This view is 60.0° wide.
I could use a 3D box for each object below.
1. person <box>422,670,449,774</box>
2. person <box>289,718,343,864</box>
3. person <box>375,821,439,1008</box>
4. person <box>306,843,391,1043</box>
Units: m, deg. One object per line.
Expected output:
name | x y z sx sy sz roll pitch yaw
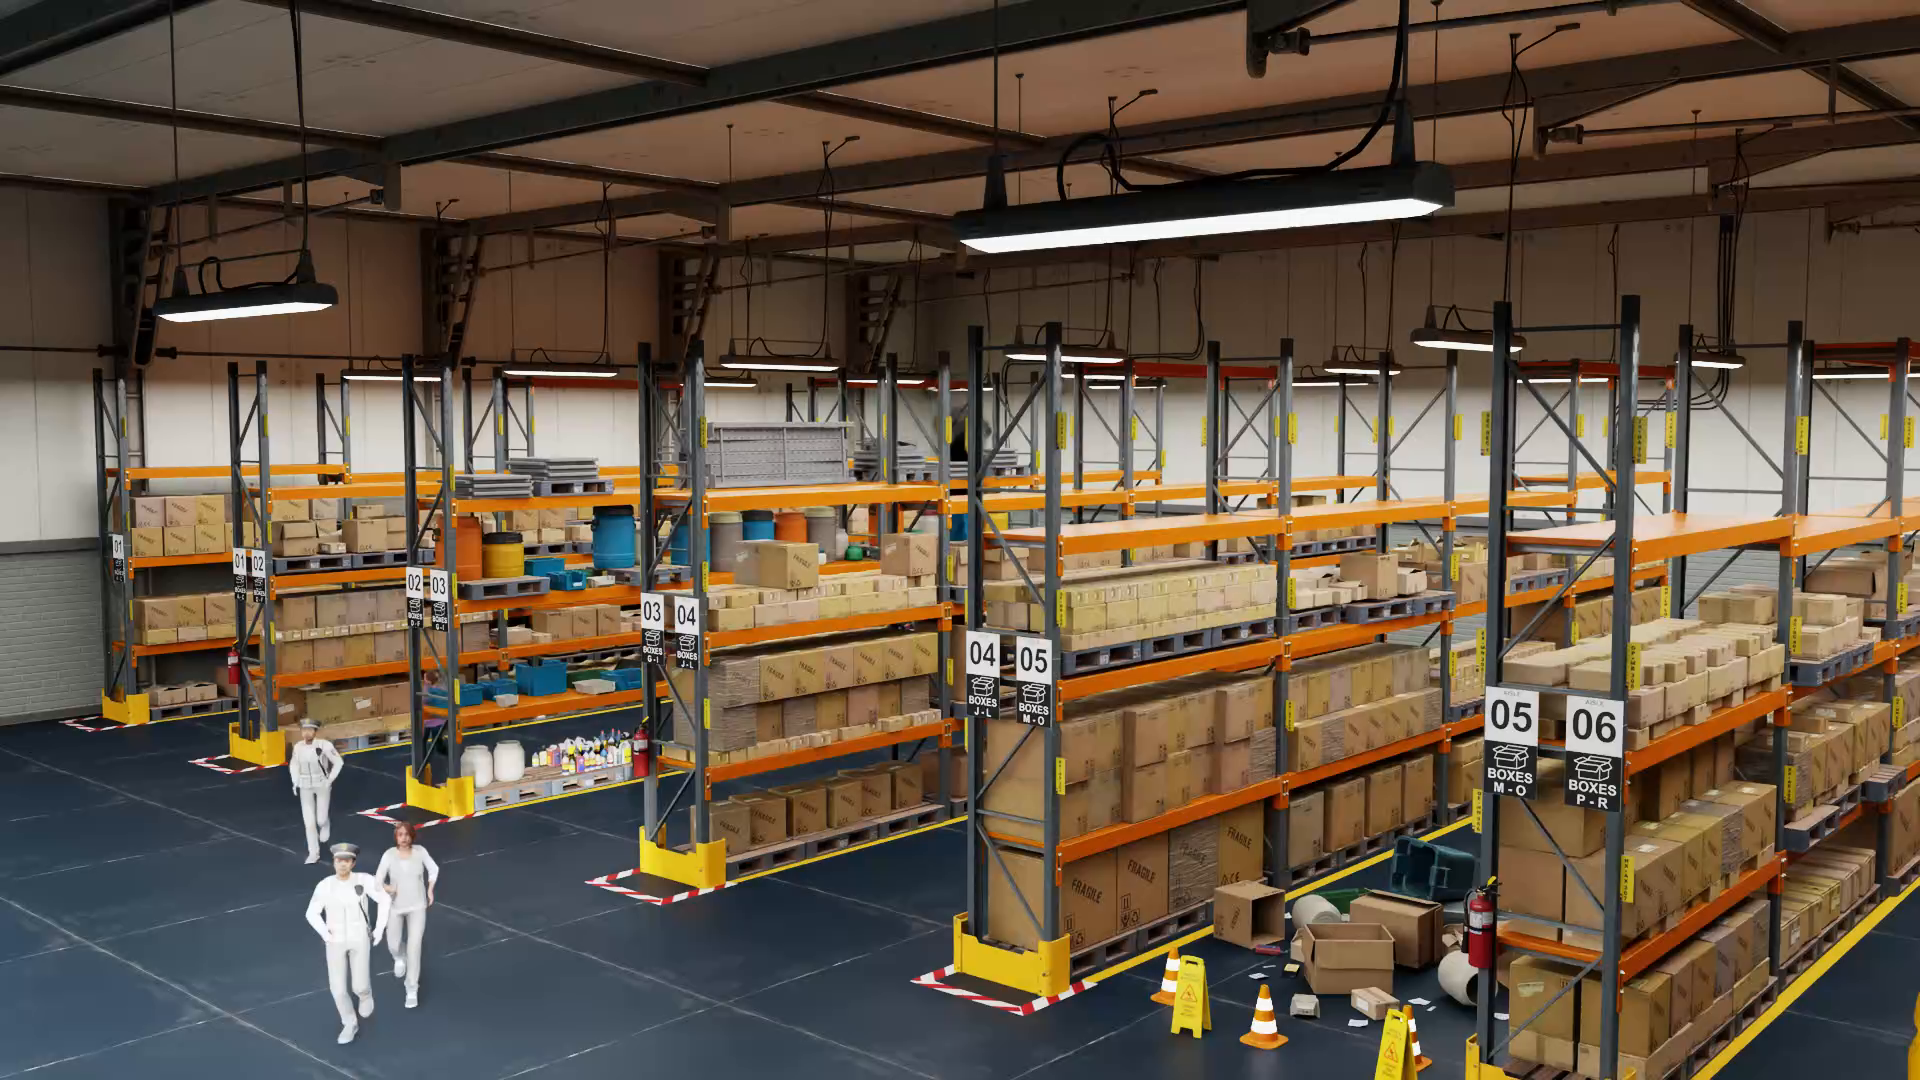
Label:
person | -7.466 2.621 23.499 0.551 1.590 0.884 2 5 30
person | -7.539 2.895 19.491 0.621 1.681 0.727 0 4 -7
person | -4.929 3.283 14.822 0.552 1.575 0.819 -1 4 -16
person | -5.073 3.325 13.791 0.658 1.665 0.561 -1 4 -13
